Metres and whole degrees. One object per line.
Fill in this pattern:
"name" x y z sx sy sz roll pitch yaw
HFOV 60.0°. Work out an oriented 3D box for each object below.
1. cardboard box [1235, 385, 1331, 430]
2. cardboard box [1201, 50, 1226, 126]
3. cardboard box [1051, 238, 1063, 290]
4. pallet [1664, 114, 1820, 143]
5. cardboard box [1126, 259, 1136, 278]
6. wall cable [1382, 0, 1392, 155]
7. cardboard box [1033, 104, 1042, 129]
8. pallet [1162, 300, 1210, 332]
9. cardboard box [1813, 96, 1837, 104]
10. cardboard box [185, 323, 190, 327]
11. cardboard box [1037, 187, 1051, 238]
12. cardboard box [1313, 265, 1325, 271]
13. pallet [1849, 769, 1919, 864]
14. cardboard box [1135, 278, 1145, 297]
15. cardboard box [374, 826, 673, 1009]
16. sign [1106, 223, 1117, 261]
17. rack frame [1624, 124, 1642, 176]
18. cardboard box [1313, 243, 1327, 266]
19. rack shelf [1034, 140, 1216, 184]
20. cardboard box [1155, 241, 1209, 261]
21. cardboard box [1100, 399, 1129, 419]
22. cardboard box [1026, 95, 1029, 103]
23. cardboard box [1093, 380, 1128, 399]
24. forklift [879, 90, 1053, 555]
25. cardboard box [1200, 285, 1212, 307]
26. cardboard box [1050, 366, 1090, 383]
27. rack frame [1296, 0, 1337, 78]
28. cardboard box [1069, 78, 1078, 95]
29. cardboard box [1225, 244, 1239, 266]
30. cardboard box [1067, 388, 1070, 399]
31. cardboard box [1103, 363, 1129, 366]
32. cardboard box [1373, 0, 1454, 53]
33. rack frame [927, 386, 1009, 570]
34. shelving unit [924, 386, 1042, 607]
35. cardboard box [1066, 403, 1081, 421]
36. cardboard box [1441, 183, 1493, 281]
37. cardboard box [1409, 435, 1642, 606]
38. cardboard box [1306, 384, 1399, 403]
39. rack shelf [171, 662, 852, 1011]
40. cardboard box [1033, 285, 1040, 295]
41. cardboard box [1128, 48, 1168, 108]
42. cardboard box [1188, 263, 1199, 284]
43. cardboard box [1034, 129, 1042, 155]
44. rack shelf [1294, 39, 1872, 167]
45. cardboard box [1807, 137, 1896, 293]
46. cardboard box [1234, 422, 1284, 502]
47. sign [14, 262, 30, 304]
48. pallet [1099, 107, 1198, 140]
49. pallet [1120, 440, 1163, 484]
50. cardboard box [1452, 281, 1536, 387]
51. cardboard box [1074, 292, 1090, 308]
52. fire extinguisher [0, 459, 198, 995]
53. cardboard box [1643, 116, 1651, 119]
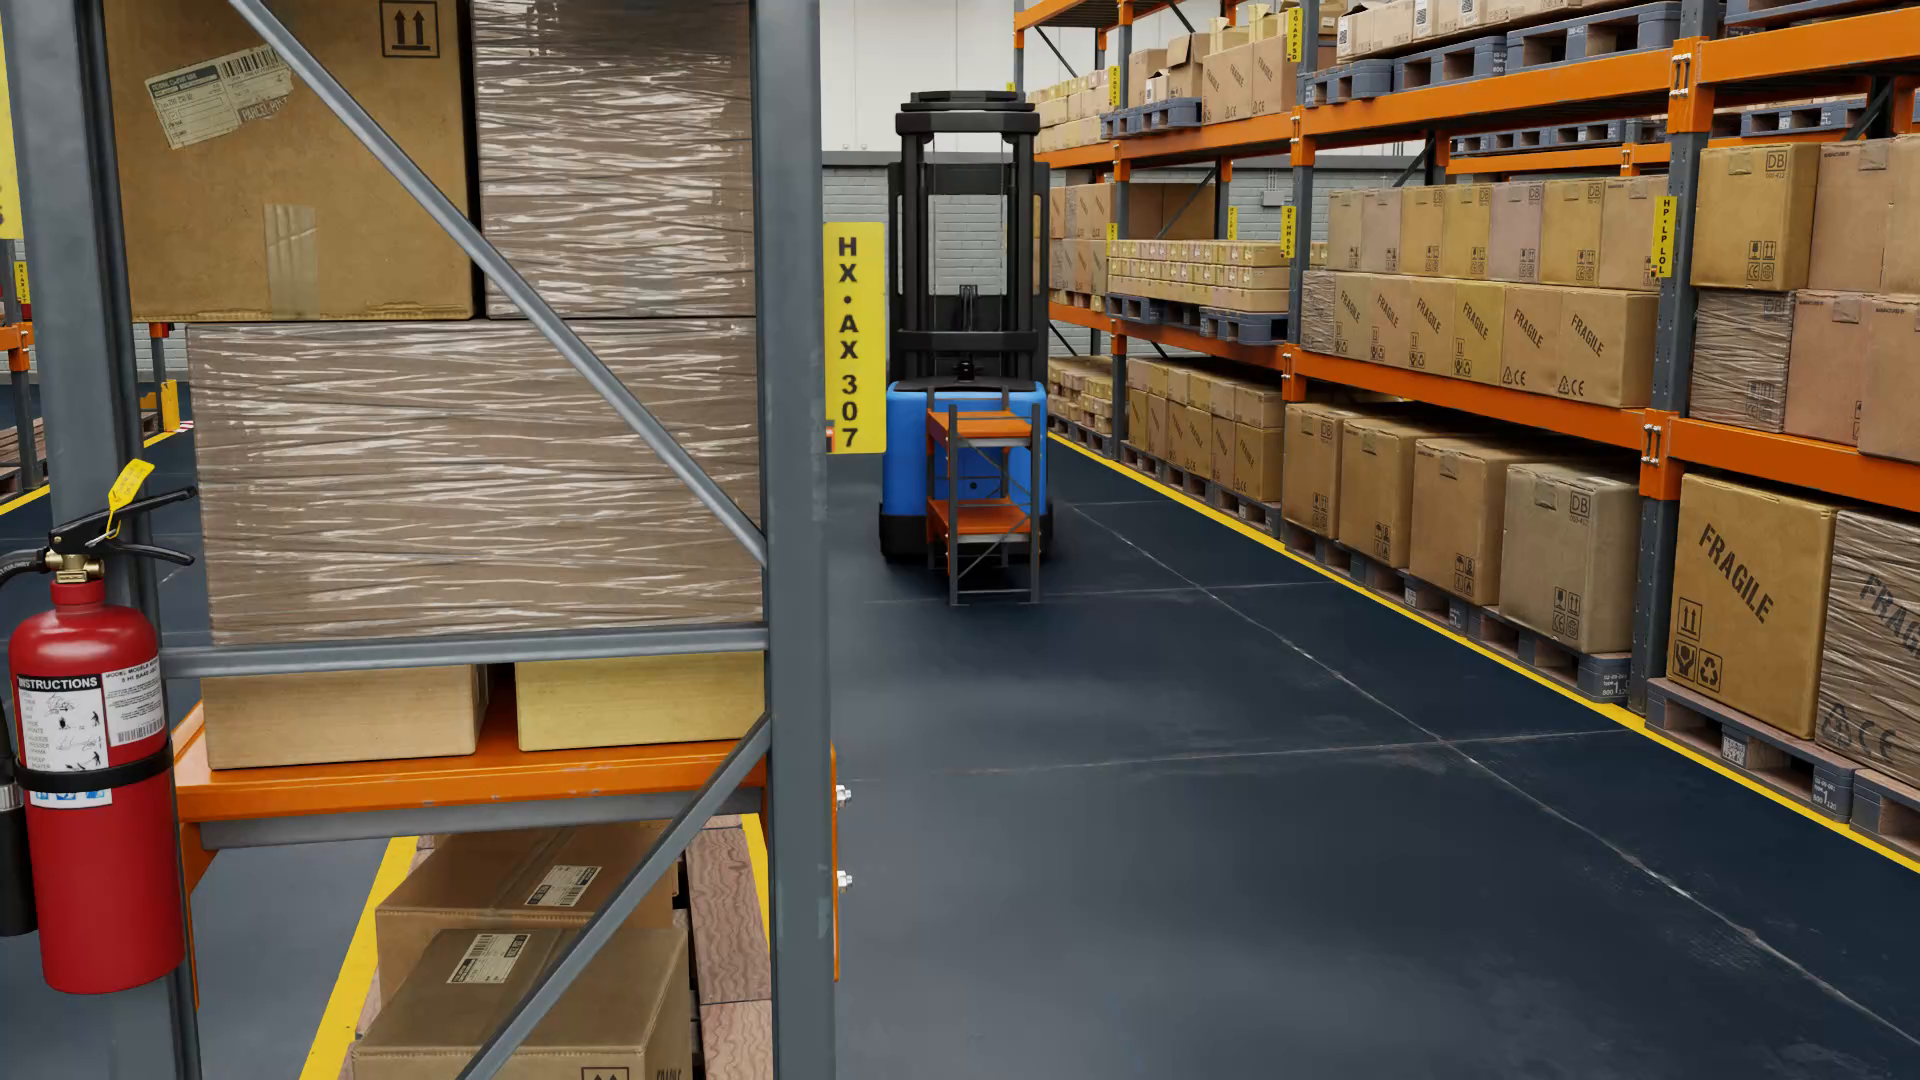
"cardboard box" 2.251 -0.931 11.623 0.500 0.250 0.500 -2 11 -12
"cardboard box" 2.078 -3.270 12.063 0.500 0.500 0.500 -2 11 -11
"cardboard box" 1.219 -2.758 16.600 0.500 0.500 0.500 -2 11 -12
"pallet" 6.926 -3.614 14.650 0.805 0.209 1.217 -3 11 -13
"cardboard box" 1.592 -2.247 13.735 0.380 0.149 0.250 -2 11 -10
"wall cable" 5.277 -7.141 24.649 2.355 3.000 0.029 -2 11 -11
"cardboard box" 1.018 -4.396 17.310 0.500 0.250 0.500 -2 11 -12
"pallet" 2.216 -1.736 12.807 1.003 0.211 1.213 -2 11 -11
"cardboard box" 6.866 -3.521 12.886 0.396 0.266 0.258 -2 11 -12
"cardboard box" -0.983 -0.224 3.287 0.875 0.500 0.500 -2 11 -11
"cardboard box" 1.096 -3.342 16.994 0.500 0.500 0.500 -2 11 -12
"cardboard box" 2.689 -1.843 11.611 0.380 0.149 0.250 -2 11 -8
"pallet" 3.731 1.002 5.370 1.003 0.211 1.213 -2 11 -11
"cardboard box" 1.641 -2.053 13.511 0.380 0.149 0.250 -2 11 -10
"cardboard box" -0.943 0.959 3.699 0.500 0.500 0.500 1 11 4
"sign" 1.333 -2.606 14.552 0.100 0.325 0.005 -2 11 -11
"rack frame" 6.699 -2.401 15.787 1.000 3.000 0.127 -2 11 -11
"cardboard box" 2.687 -1.985 11.559 0.380 0.149 0.250 -2 11 -13
"rack shelf" 1.474 -3.689 16.458 1.077 0.370 4.000 -2 11 -11
"cardboard box" 1.741 -2.251 12.959 0.380 0.149 0.250 -2 11 -9
"cardboard box" 1.490 -1.200 15.186 0.380 0.149 0.250 -2 11 -10
"cardboard box" 0.925 -4.709 17.892 0.380 0.149 0.250 -2 11 -11
"cardboard box" 1.450 -1.401 15.447 0.380 0.149 0.250 -2 11 -10
"forklift" 0.069 -1.565 11.580 1.130 2.935 3.031 0 11 2
"cardboard box" 1.953 -1.764 11.989 0.380 0.149 0.250 -2 11 -12
"cardboard box" 1.129 -1.685 16.936 0.380 0.149 0.250 -2 11 -10
"rack frame" 2.641 -4.416 10.329 1.000 3.000 0.127 -2 11 -11
"cardboard box" 1.257 -4.327 15.884 0.380 0.149 0.250 -2 11 -11
"cardboard box" 2.050 -1.963 11.445 0.380 0.149 0.250 -2 11 -12
"cardboard box" 1.292 -1.494 16.729 0.380 0.149 0.250 -2 11 -8
"cardboard box" 1.699 -1.758 17.320 0.380 0.149 0.250 -2 11 -9
"cardboard box" 2.664 -2.891 9.352 0.500 0.250 0.500 -2 11 -9
"rack frame" 0.049 -0.378 10.173 0.500 1.125 0.032 -1 11 -8
"shelving unit" 0.119 -0.284 9.678 0.538 1.125 1.048 -1 11 -8
"cardboard box" 1.251 -1.257 16.281 0.380 0.149 0.250 -2 11 -11
"cardboard box" 3.020 -1.646 8.879 0.700 0.500 0.500 -2 11 -12
"cardboard box" 3.026 -0.124 8.717 1.050 0.750 0.750 -2 11 -11
"cardboard box" 2.745 -0.950 11.725 0.500 0.250 0.500 -3 11 -14
"rack shelf" -1.077 0.147 4.325 1.077 0.370 4.000 -2 11 -11
"cardboard box" 0.917 -2.645 17.740 0.380 0.149 0.250 -2 11 -13
"cardboard box" 1.829 -3.858 14.029 0.700 0.500 0.500 -2 11 -11
"cardboard box" 1.897 -1.960 12.226 0.380 0.149 0.250 -2 11 -11
"cardboard box" 1.020 -4.147 17.342 0.500 0.250 0.500 -2 11 -9
"rack shelf" 3.030 -2.222 8.749 1.077 0.370 4.000 -2 11 -11
"cardboard box" 3.678 -1.173 6.050 0.875 0.550 0.550 -2 11 -11
"cardboard box" 2.257 -0.558 11.668 0.500 0.500 0.500 -2 11 -11
"sign" -7.340 -2.016 13.025 0.100 0.325 0.005 -2 11 -11
"pallet" 1.879 -3.466 13.866 1.213 0.211 1.003 -2 11 -11
"pallet" 2.016 -0.690 14.255 1.003 0.211 1.213 -2 11 -11
"cardboard box" 2.859 -1.055 8.451 0.500 0.500 0.500 -2 11 -10
"cardboard box" 1.320 -2.314 16.003 0.380 0.149 0.250 -3 11 -13
"fire extinguisher" -1.117 0.236 2.139 0.296 0.674 0.183 -2 11 -11
"cardboard box" 6.791 -4.294 16.056 0.500 0.500 0.500 -2 11 -10
